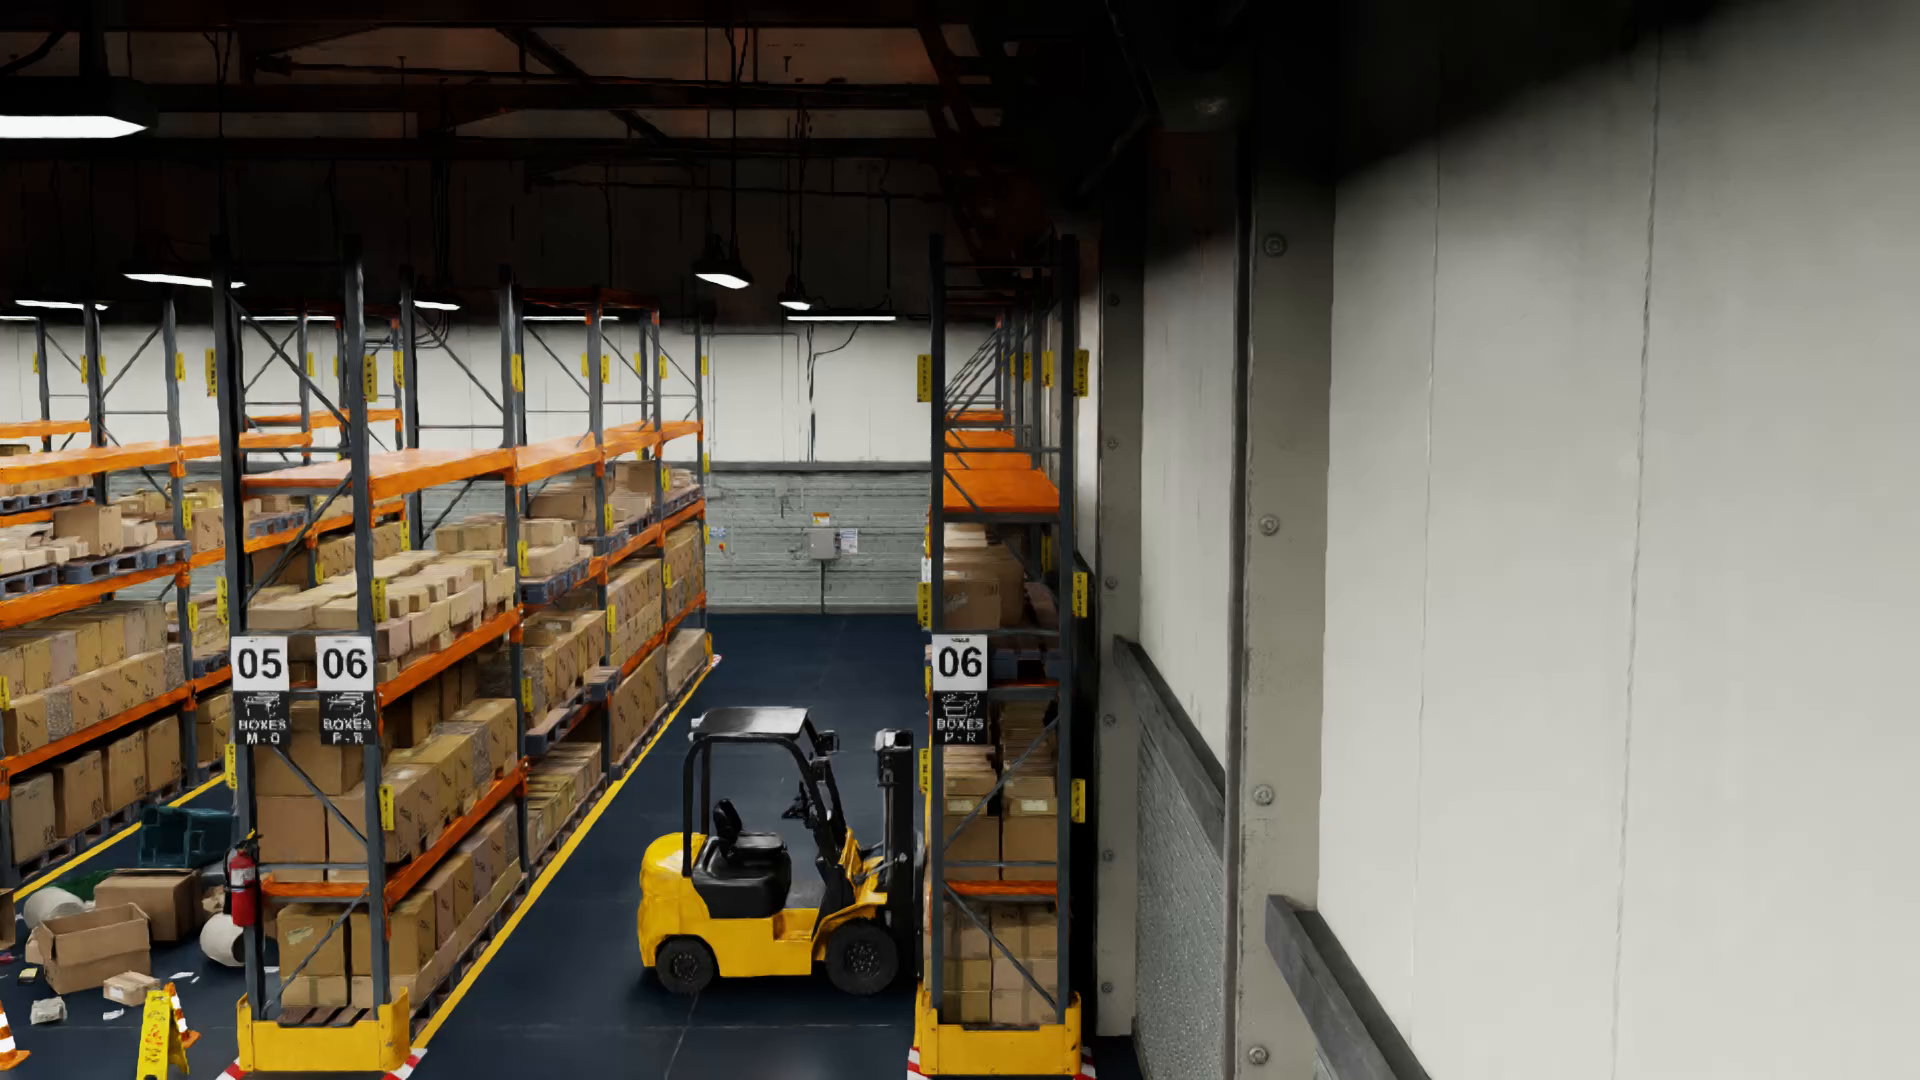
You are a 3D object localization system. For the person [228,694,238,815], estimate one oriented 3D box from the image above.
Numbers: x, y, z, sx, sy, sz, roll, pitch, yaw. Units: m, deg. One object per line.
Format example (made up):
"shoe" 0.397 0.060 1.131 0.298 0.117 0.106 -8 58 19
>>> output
"person" -8.063 2.288 18.795 0.401 1.598 0.465 -4 7 -32

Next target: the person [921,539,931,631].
"person" -0.483 0.829 31.410 0.562 1.760 0.567 5 8 36
